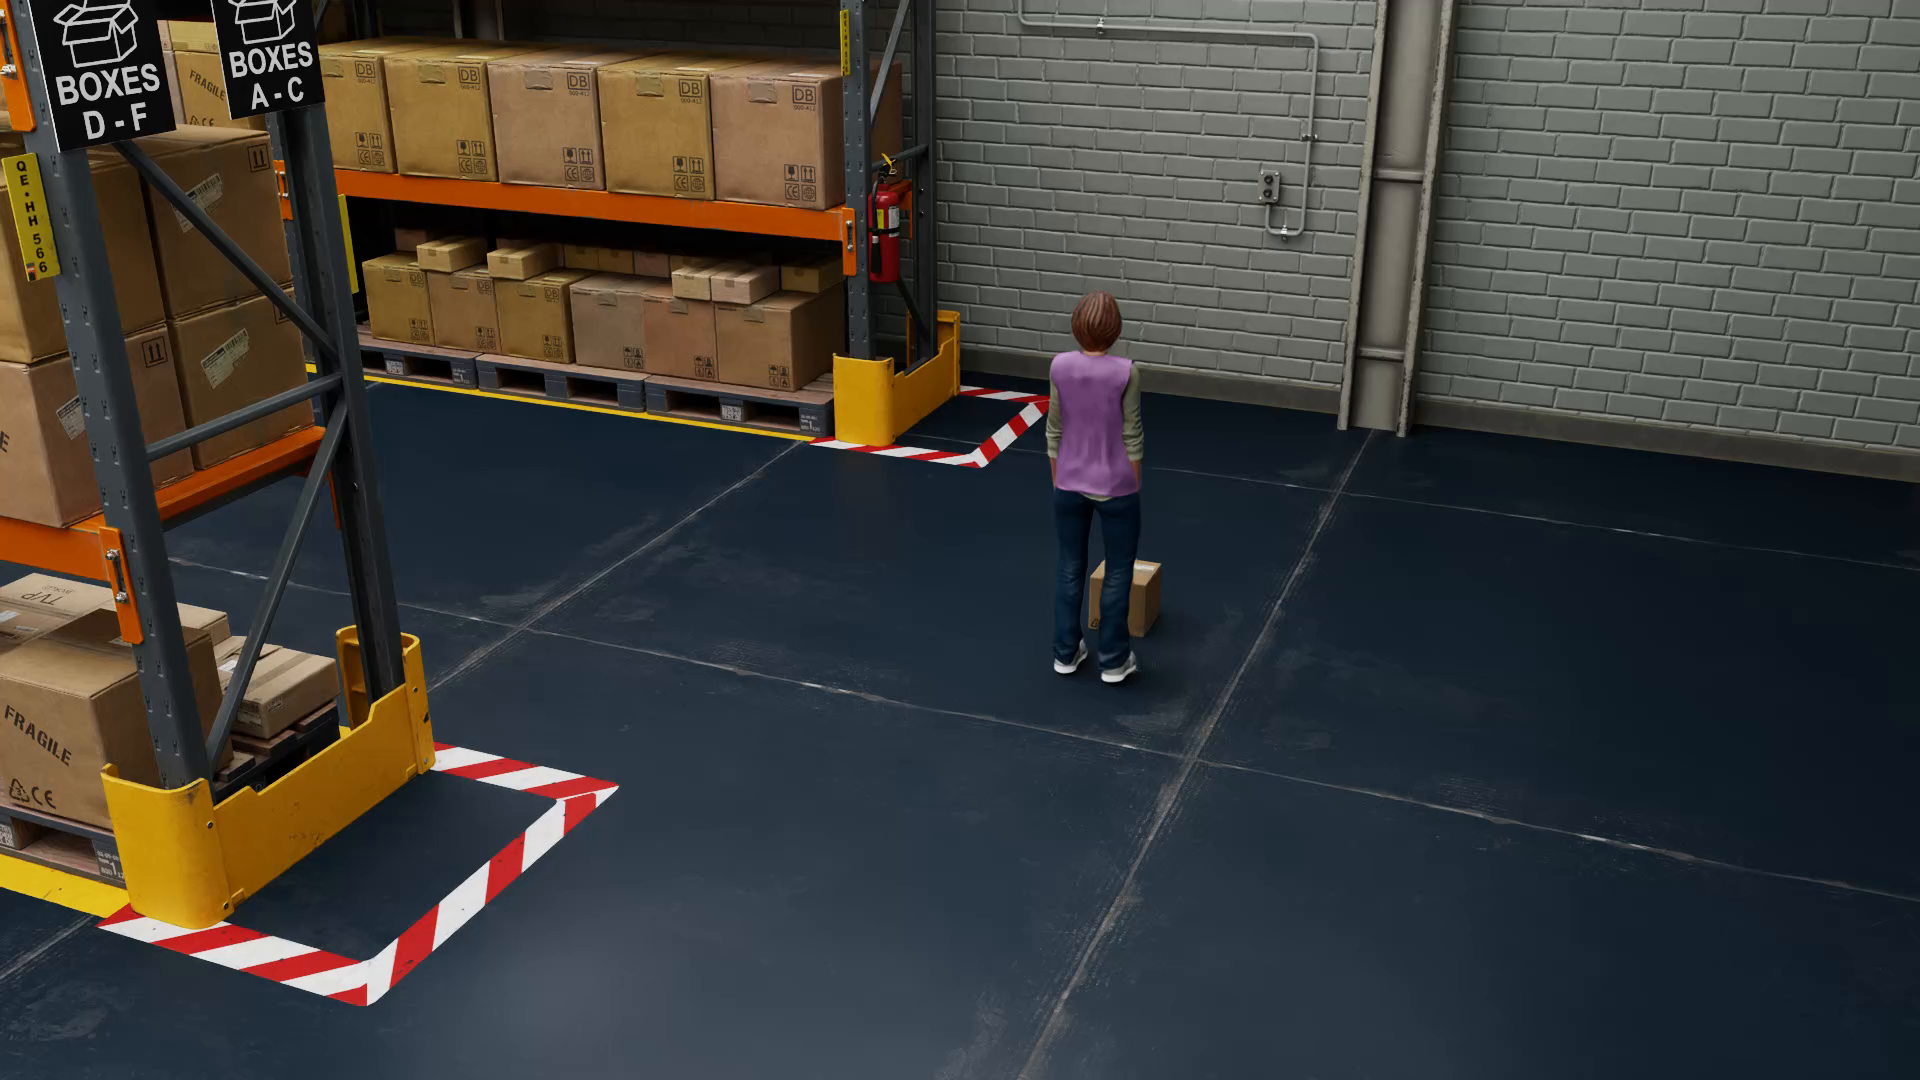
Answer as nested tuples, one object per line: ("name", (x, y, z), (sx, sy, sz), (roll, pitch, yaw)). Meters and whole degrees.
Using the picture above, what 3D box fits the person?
("person", (0.585, 0.124, 6.861), (0.435, 0.791, 0.804), (9, 24, 20))
